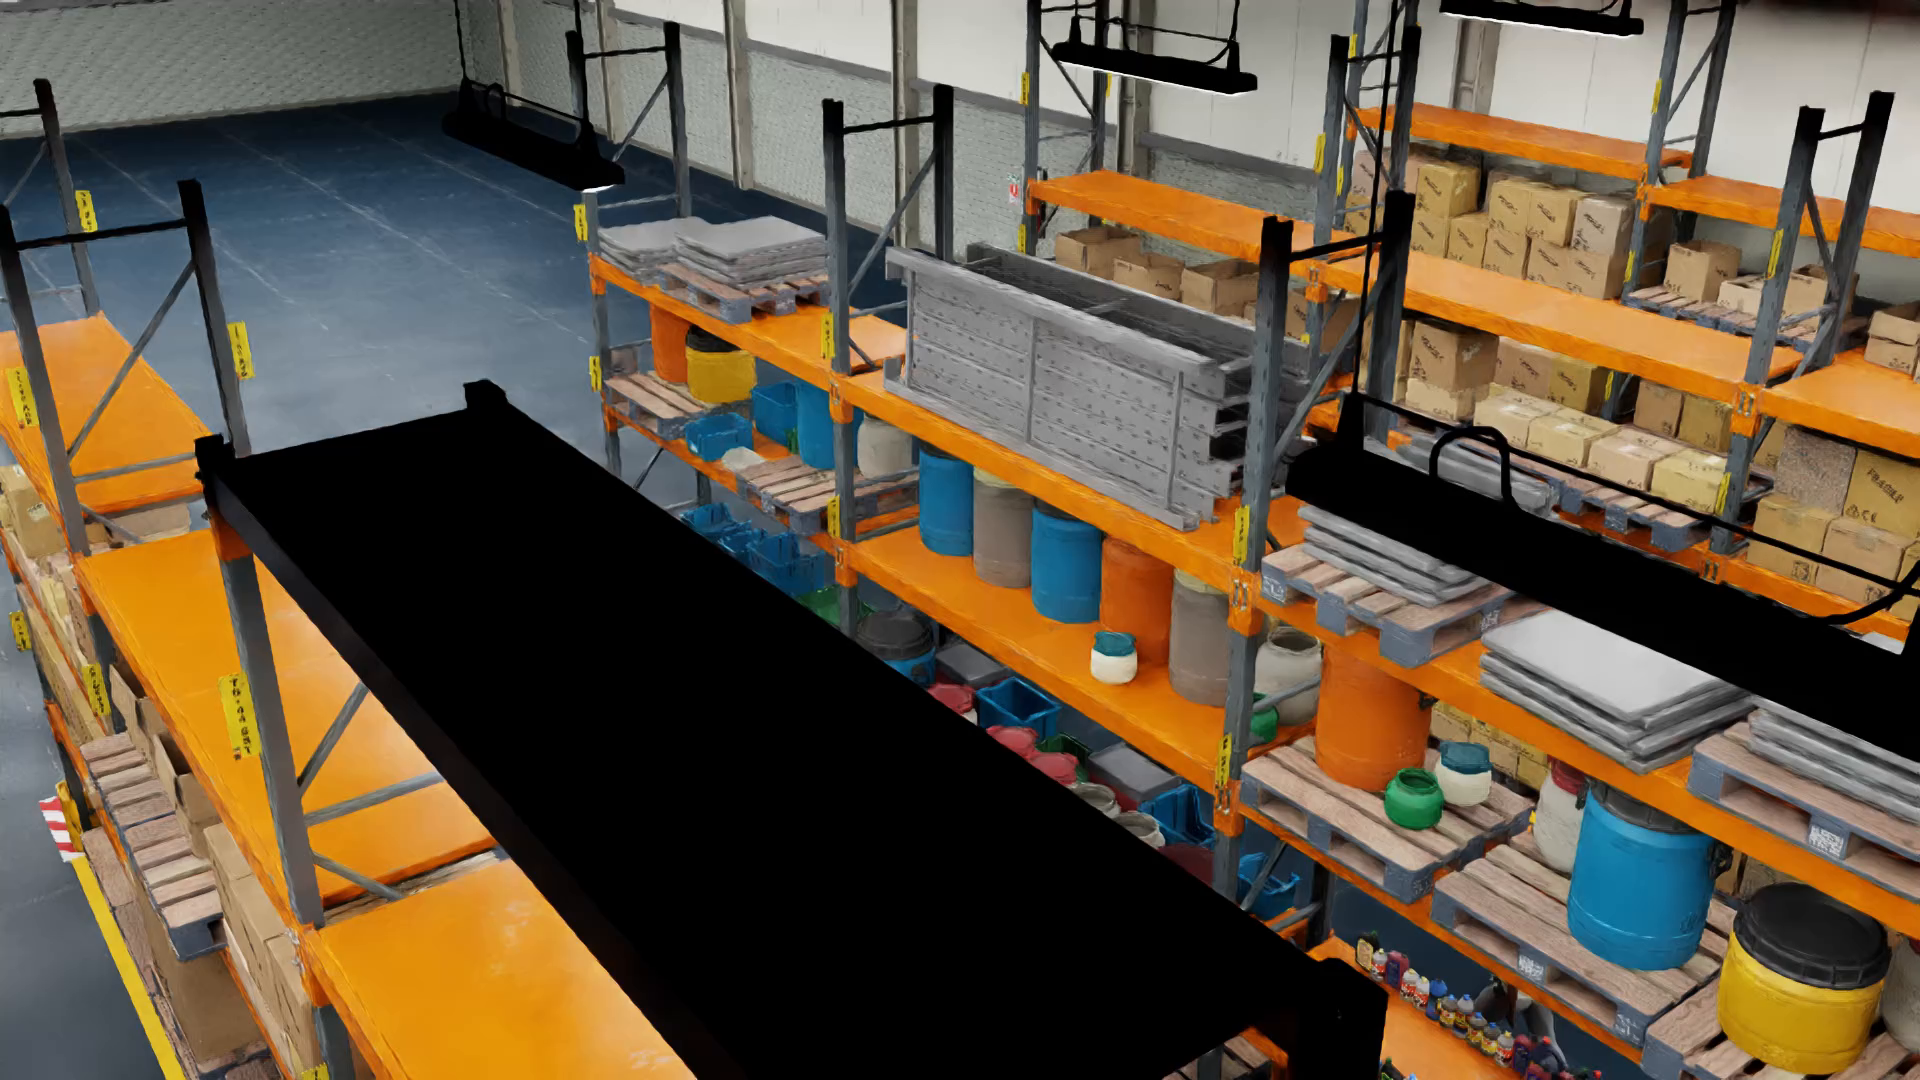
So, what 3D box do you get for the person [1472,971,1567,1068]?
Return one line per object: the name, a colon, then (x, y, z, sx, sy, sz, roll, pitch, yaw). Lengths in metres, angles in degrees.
person: (3.619, 2.877, 10.830, 0.456, 1.587, 1.088, -16, 29, -31)
